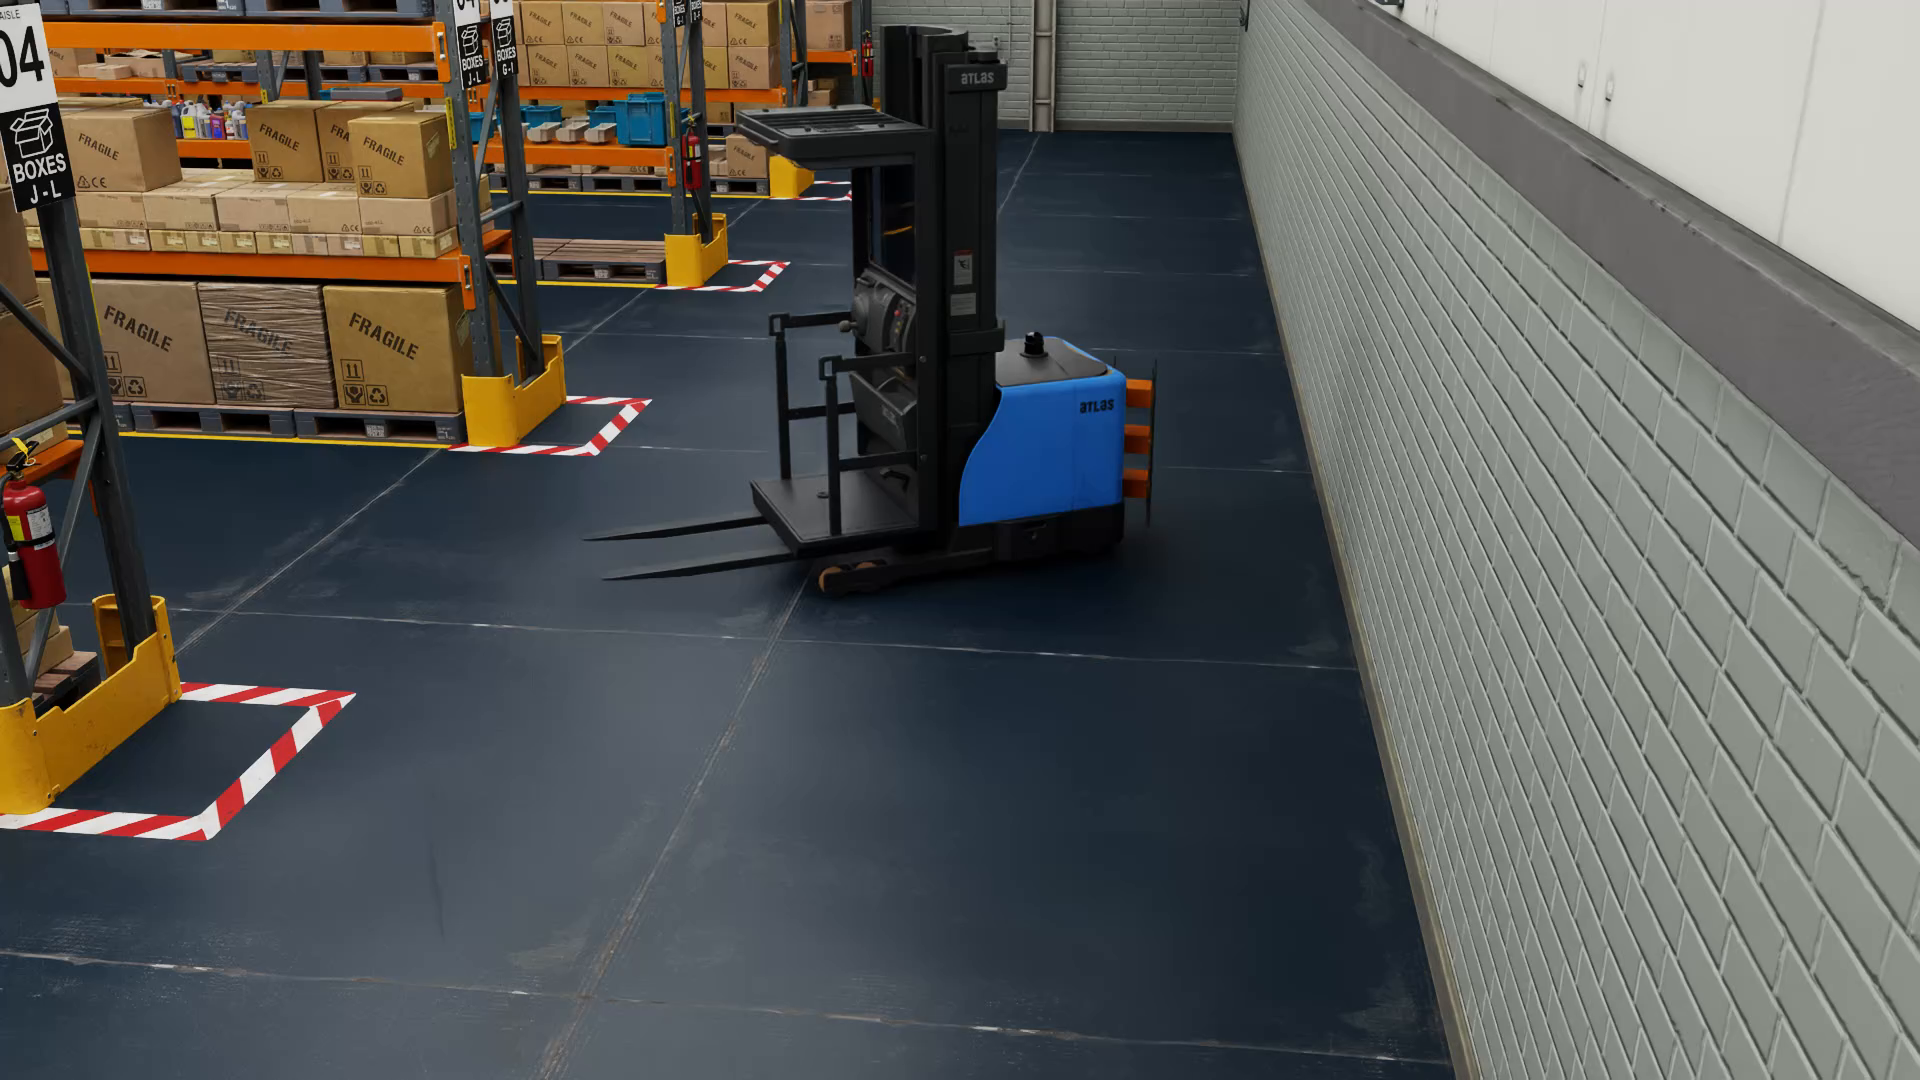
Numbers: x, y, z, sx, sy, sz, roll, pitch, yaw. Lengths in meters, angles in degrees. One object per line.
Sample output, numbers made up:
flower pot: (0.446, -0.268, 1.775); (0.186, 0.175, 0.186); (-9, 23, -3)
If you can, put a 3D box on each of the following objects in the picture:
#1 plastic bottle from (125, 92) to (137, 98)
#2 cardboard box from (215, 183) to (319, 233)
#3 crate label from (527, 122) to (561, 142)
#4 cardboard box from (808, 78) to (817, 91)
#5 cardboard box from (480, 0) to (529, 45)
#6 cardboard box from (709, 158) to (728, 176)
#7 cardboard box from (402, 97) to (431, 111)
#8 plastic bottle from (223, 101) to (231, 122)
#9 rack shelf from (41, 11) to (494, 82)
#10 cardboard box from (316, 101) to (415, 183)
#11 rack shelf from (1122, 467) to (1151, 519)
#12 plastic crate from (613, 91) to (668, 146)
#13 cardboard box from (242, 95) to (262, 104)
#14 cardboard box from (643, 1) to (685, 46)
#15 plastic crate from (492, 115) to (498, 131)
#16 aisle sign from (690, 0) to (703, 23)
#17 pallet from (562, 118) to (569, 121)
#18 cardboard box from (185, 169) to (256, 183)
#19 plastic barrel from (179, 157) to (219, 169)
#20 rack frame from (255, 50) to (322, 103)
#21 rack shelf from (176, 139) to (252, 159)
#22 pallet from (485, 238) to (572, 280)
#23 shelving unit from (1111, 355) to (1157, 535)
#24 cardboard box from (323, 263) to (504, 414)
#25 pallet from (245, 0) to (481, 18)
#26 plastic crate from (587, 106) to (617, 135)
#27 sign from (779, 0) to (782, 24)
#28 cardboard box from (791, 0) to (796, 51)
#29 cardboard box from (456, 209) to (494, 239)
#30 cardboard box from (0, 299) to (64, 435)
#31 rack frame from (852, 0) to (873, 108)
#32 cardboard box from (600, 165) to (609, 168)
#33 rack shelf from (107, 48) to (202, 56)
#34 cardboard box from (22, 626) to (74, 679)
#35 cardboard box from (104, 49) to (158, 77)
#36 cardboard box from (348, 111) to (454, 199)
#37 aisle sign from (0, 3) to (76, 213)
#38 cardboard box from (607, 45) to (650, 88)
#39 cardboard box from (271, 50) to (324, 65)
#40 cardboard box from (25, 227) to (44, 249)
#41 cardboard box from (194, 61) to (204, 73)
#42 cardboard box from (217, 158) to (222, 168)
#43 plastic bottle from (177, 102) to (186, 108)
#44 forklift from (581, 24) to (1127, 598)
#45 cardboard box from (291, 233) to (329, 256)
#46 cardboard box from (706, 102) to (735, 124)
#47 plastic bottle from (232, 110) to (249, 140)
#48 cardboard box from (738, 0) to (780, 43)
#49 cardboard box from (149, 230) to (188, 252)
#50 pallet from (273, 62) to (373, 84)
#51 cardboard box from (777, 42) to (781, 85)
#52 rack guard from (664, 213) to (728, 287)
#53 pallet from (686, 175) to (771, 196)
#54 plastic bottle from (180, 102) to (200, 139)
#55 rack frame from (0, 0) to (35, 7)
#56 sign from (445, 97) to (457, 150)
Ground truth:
plastic bottle: (-8.537, -4.442, 17.162); (0.185, 0.351, 0.144); (2, 22, 6)
cardboard box: (-4.753, -2.294, 11.462); (0.500, 0.250, 0.500); (2, 22, 4)
crate label: (-4.046, -3.961, 16.156); (0.243, 0.136, 0.396); (2, 22, 6)
cardboard box: (-2.339, -6.950, 25.386); (0.250, 0.149, 0.380); (2, 22, 6)
cardboard box: (-5.600, -6.435, 20.641); (0.500, 0.500, 0.500); (3, 22, 8)
cardboard box: (-3.023, -4.745, 21.117); (0.250, 0.166, 0.380); (2, 22, 6)
cardboard box: (-8.713, -7.145, 26.284); (0.750, 0.750, 0.750); (2, 22, 6)
plastic bottle: (-7.511, -4.369, 17.085); (0.097, 0.271, 0.097); (0, 22, 0)
rack shelf: (-5.218, -3.404, 11.369); (4.000, 0.370, 1.077); (2, 22, 6)
cardboard box: (-4.173, -2.815, 11.761); (0.500, 0.500, 0.500); (2, 22, 5)
rack shelf: (1.019, -0.292, 10.034); (0.240, 0.259, 0.215); (4, 22, 11)
plastic crate: (-3.003, -4.056, 15.990); (0.499, 0.435, 0.616); (2, 22, 6)
cardboard box: (-11.143, -7.159, 26.769); (0.500, 0.500, 0.700); (2, 22, 6)
cardboard box: (-3.554, -6.346, 20.417); (0.500, 0.500, 0.500); (3, 22, 8)
plastic crate: (-4.856, -4.178, 16.706); (0.466, 0.136, 0.293); (2, 22, 6)
aisle sign: (-2.542, -5.380, 15.932); (0.004, 0.787, 0.394); (2, 22, 6)
pallet: (-6.230, -6.565, 26.258); (1.213, 0.211, 1.003); (2, 22, 6)
cardboard box: (-5.211, -2.509, 12.005); (0.500, 0.250, 0.500); (2, 22, 5)
plastic barrel: (-7.862, -3.518, 17.042); (0.708, 0.901, 0.600); (2, 22, 6)
rack frame: (-6.621, -4.239, 16.581); (0.127, 3.000, 1.000); (2, 22, 6)
rack shelf: (-8.607, -3.991, 16.932); (4.000, 0.370, 1.077); (2, 22, 6)
pallet: (-4.671, -2.872, 16.918); (1.213, 0.211, 1.003); (2, 22, 6)
shelving unit: (1.019, -0.561, 9.929); (0.252, 1.050, 0.215); (4, 22, 11)
cardboard box: (-3.877, -1.463, 11.879); (0.875, 0.875, 0.875); (2, 22, 6)
pallet: (-3.970, -3.639, 11.106); (1.213, 0.211, 1.003); (2, 22, 6)
plastic crate: (-3.509, -4.175, 16.566); (0.300, 0.233, 0.416); (2, 22, 6)
sign: (-2.147, -6.357, 19.936); (0.005, 0.325, 0.100); (2, 22, 6)
cardboard box: (-2.714, -7.868, 25.353); (0.700, 0.700, 0.980); (2, 22, 6)
cardboard box: (-3.545, -2.276, 11.959); (0.250, 0.149, 0.380); (3, 22, 7)
cardboard box: (-4.329, -0.756, 7.231); (0.500, 0.500, 0.500); (4, 22, 9)
rack frame: (-1.483, -7.683, 25.292); (0.127, 3.000, 1.000); (2, 22, 6)
cardboard box: (-4.690, -5.048, 21.686); (0.500, 0.311, 0.500); (2, 22, 6)
rack shelf: (-11.413, -7.781, 26.519); (4.000, 0.370, 1.077); (2, 22, 6)
cardboard box: (-4.398, 0.540, 7.800); (0.250, 0.149, 0.380); (3, 22, 7)
cardboard box: (-10.872, -6.288, 21.886); (0.500, 0.311, 0.500); (2, 22, 6)
cardboard box: (-3.747, -2.600, 11.215); (0.500, 0.500, 0.500); (3, 22, 7)
aisle sign: (-3.808, -1.766, 6.791); (0.004, 0.787, 0.394); (2, 22, 6)
cardboard box: (-4.050, -5.907, 20.665); (0.500, 0.500, 0.500); (2, 22, 6)
cardboard box: (-8.482, -6.366, 21.256); (0.500, 0.500, 0.700); (7, 23, 16)
cardboard box: (-6.427, -2.157, 11.657); (0.250, 0.149, 0.380); (3, 22, 8)
cardboard box: (-12.229, -7.549, 26.736); (0.500, 0.250, 0.500); (2, 22, 5)
cardboard box: (-9.588, -5.138, 21.658); (0.500, 0.500, 0.500); (3, 22, 9)
plastic bottle: (-7.973, -4.325, 16.967); (0.135, 0.276, 0.152); (2, 22, 6)
forklift: (-0.610, -1.264, 9.151); (3.031, 2.935, 1.130); (-8, 23, -20)
cardboard box: (-4.381, -2.069, 11.434); (0.250, 0.149, 0.380); (3, 22, 7)
cardboard box: (-3.717, -6.773, 25.820); (0.500, 0.500, 0.700); (3, 22, 8)
plastic bottle: (-7.051, -4.080, 16.349); (0.135, 0.276, 0.152); (2, 22, 6)
cardboard box: (-2.472, -6.501, 20.807); (0.500, 0.500, 0.500); (3, 22, 8)
cardboard box: (-5.401, -2.112, 11.545); (0.250, 0.149, 0.380); (2, 22, 5)
pallet: (-8.075, -6.048, 21.420); (1.213, 0.211, 1.003); (2, 22, 6)
cardboard box: (-2.472, -6.036, 20.991); (0.500, 0.500, 0.500); (3, 22, 7)
rack guard: (-2.624, -2.907, 16.612); (0.348, 0.500, 1.175); (2, 22, 6)
pallet: (-2.930, -4.614, 21.325); (1.213, 0.211, 1.003); (2, 22, 6)
plastic bottle: (-7.572, -4.136, 16.389); (0.185, 0.351, 0.144); (2, 22, 6)
rack frame: (-3.916, -3.241, 5.897); (0.127, 3.000, 1.000); (2, 22, 6)
sign: (-3.309, -2.708, 10.813); (0.005, 0.325, 0.100); (2, 22, 6)
